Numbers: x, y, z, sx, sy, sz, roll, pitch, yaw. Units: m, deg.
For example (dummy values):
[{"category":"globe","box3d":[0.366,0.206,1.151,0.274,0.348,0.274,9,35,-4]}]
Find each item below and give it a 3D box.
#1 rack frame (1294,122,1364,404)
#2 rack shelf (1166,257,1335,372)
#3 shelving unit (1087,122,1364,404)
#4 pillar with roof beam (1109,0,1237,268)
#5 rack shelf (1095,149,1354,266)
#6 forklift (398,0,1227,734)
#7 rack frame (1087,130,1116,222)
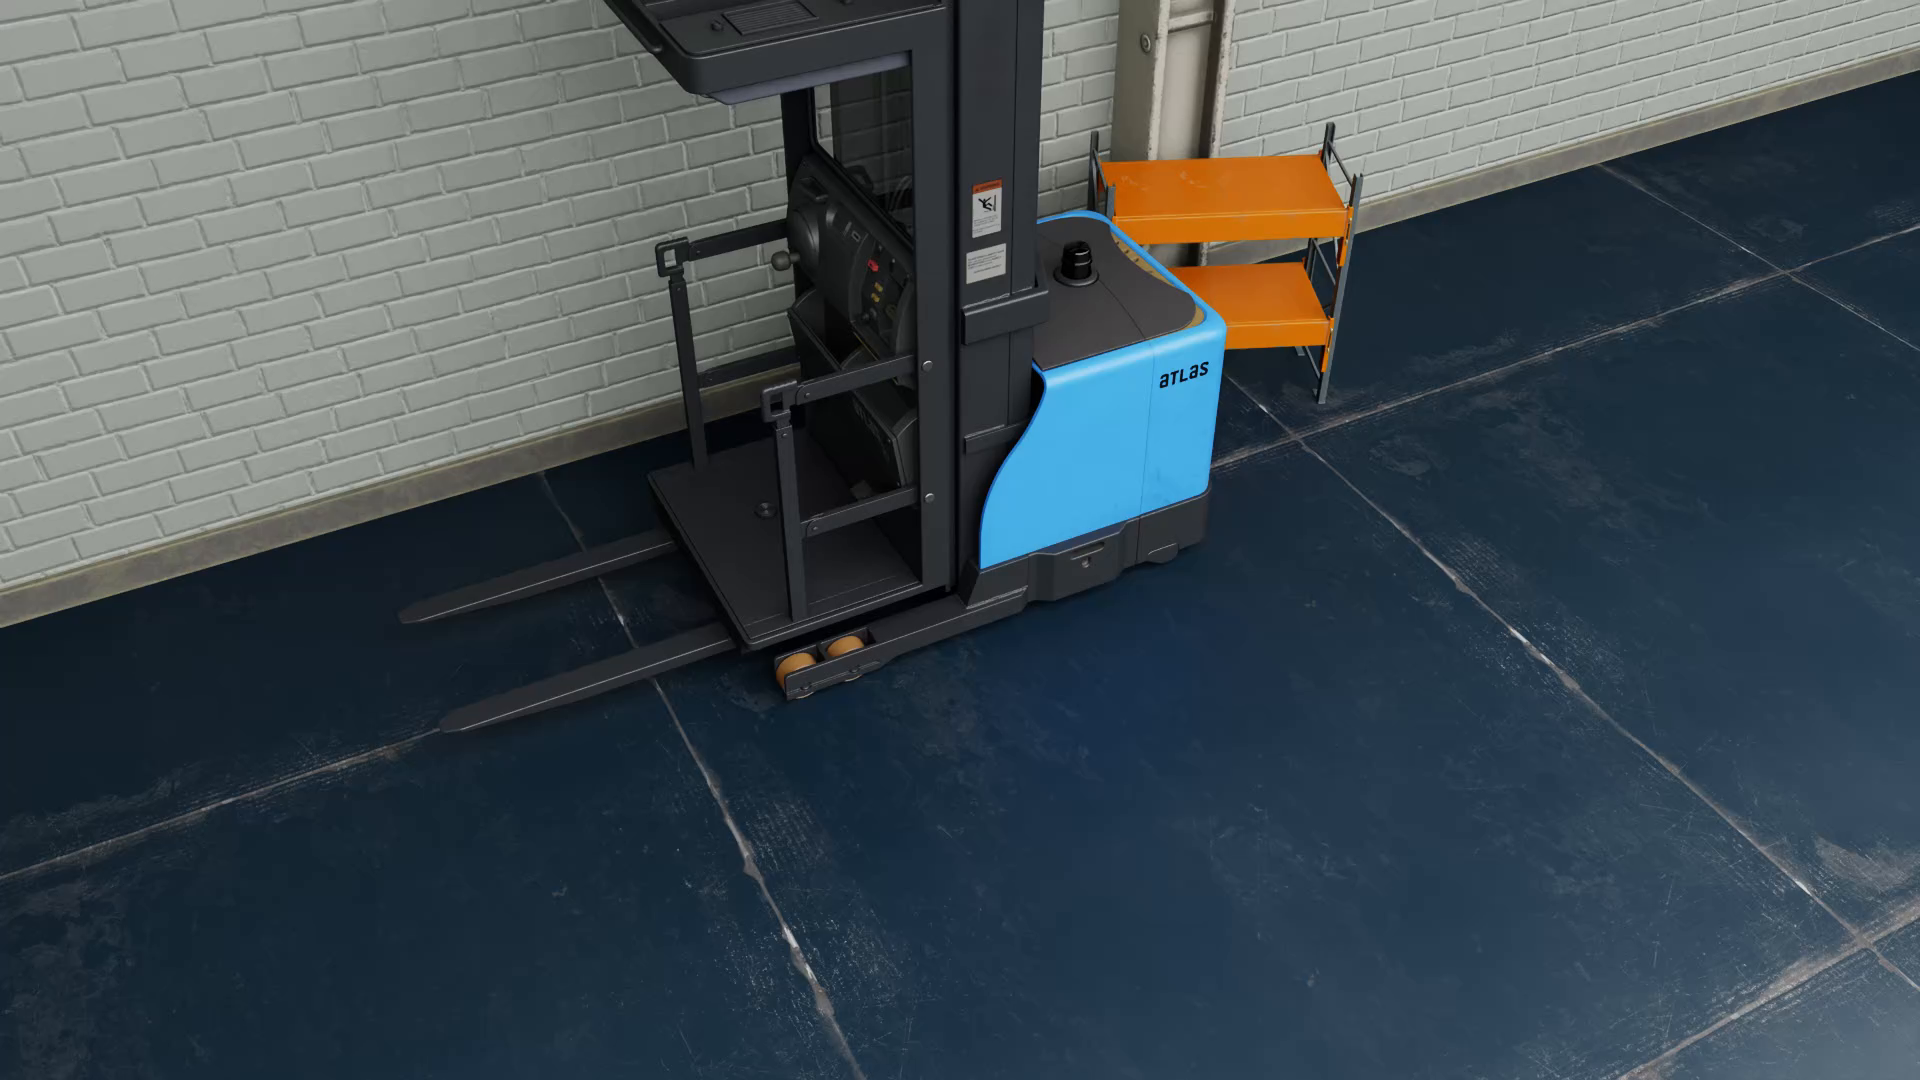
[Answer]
[{"category":"rack frame","box3d":[1.605,-1.201,7.298,0.032,1.125,0.500,-3,40,-3]},{"category":"rack shelf","box3d":[1.098,-0.988,7.426,1.000,0.278,0.538,-3,40,-3]},{"category":"shelving unit","box3d":[1.098,-1.175,7.268,1.048,1.125,0.538,-3,40,-3]},{"category":"pillar with roof beam","box3d":[2.917,-2.092,2.257,0.400,9.000,9.100,-19,44,-21]},{"category":"rack shelf","box3d":[1.098,-1.399,7.079,1.000,0.278,0.538,-3,40,-3]},{"category":"forklift","box3d":[-0.561,-0.933,5.584,3.031,2.935,1.130,-18,44,-20]},{"category":"rack frame","box3d":[0.591,-1.149,7.237,0.032,1.125,0.500,-3,40,-3]}]
